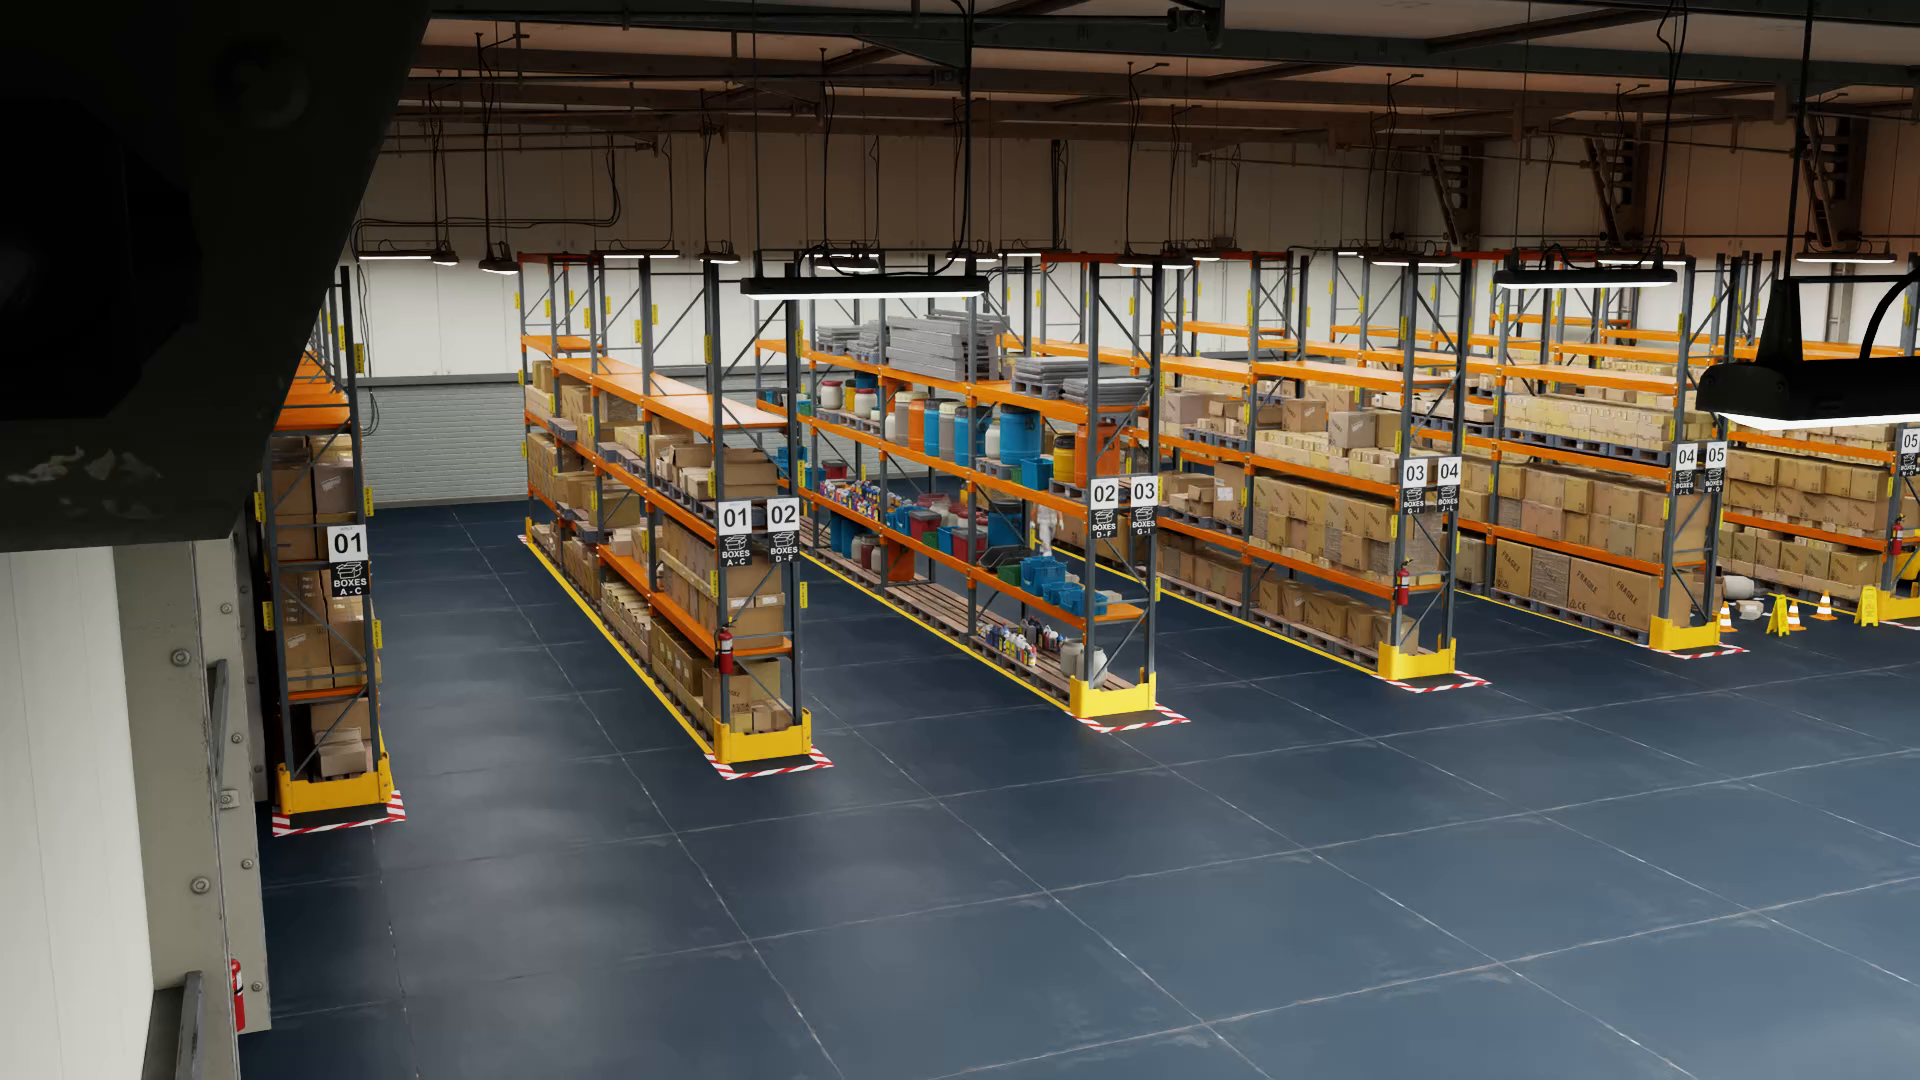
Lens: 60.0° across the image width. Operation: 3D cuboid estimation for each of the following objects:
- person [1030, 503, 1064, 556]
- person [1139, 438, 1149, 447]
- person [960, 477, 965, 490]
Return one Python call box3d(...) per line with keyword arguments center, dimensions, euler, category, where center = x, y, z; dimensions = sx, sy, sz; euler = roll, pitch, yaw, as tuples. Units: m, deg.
box3d(center=(1.718, -0.322, 31.793), dimensions=(0.553, 1.716, 1.050), euler=(-5, 12, -27), category="person")
box3d(center=(4.684, -2.075, 41.483), dimensions=(0.950, 1.755, 0.523), euler=(-3, 11, -15), category="person")
box3d(center=(0.125, -2.014, 41.510), dimensions=(0.428, 1.590, 0.423), euler=(4, 11, 23), category="person")
